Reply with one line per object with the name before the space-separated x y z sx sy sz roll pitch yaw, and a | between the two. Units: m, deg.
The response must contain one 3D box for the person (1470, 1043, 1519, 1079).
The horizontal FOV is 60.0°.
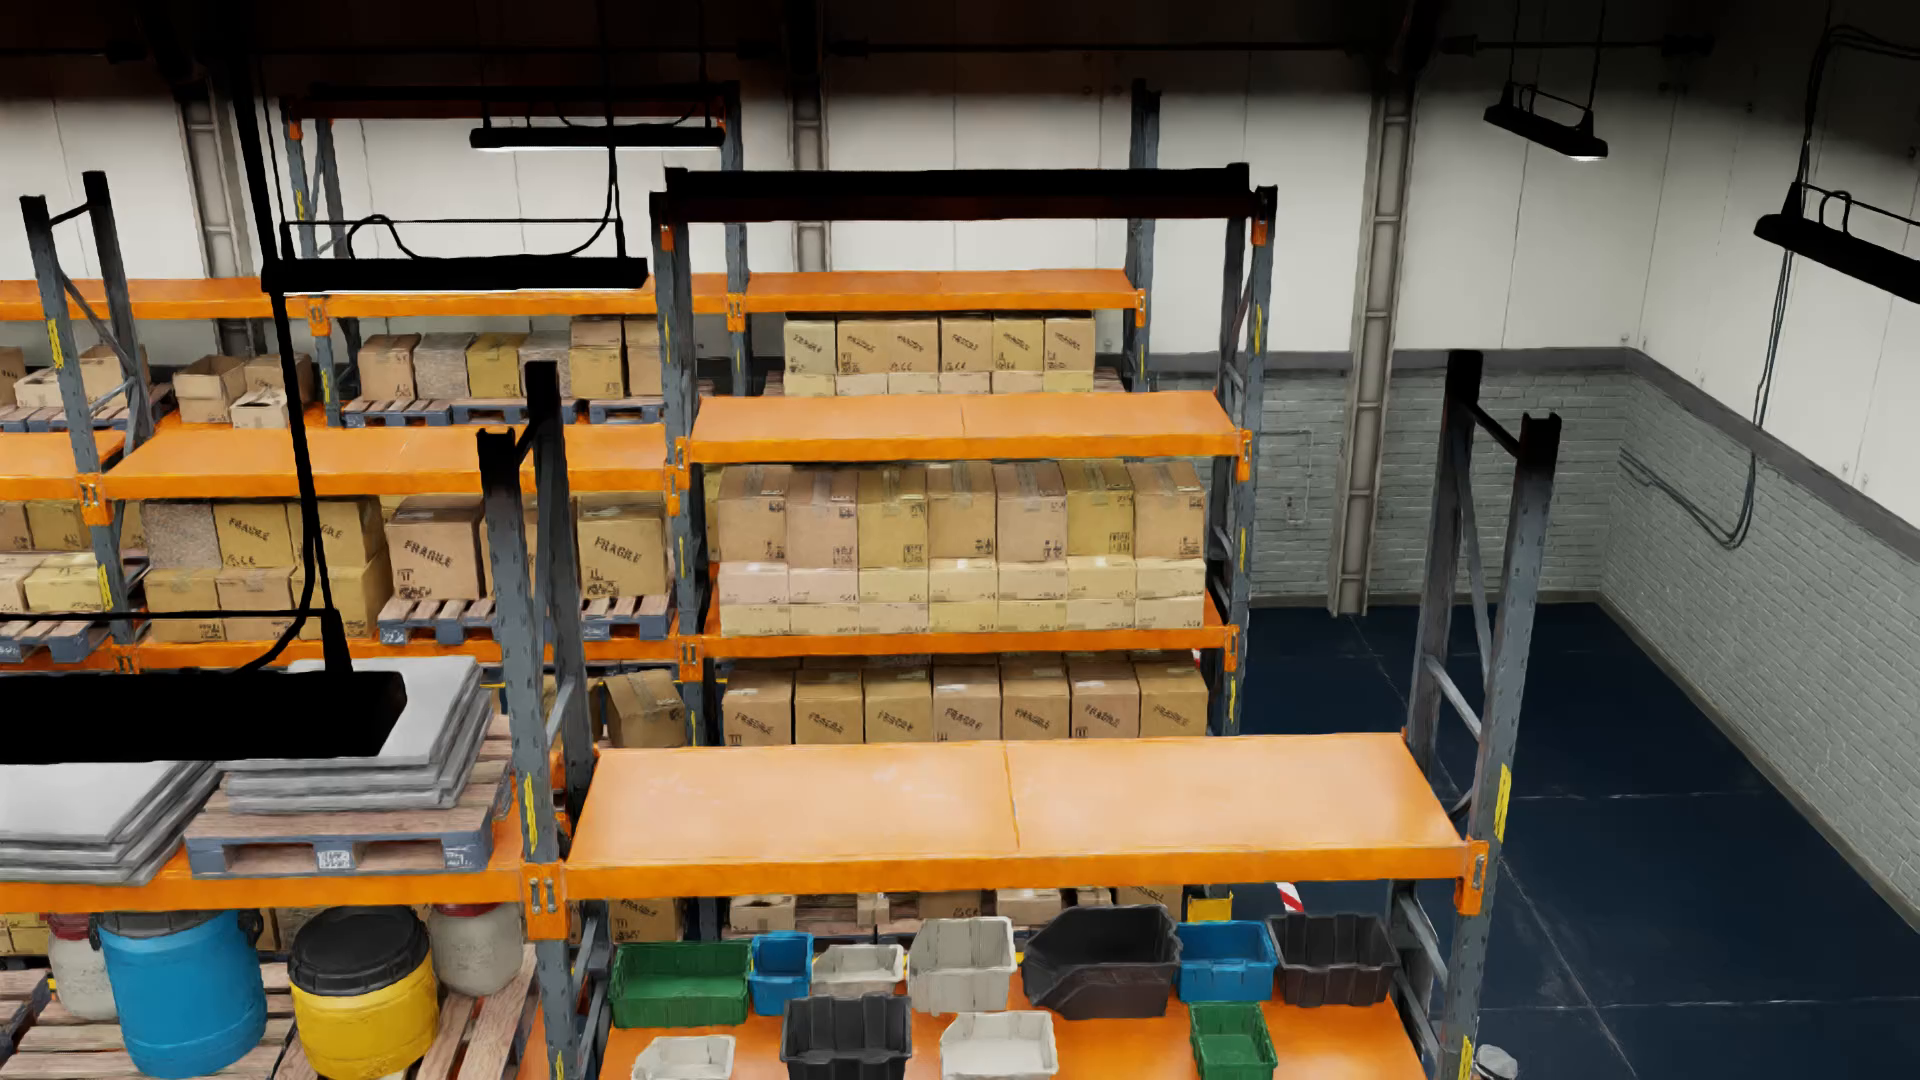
person | 3.153 3.721 9.817 0.913 1.638 0.491 6 23 14
